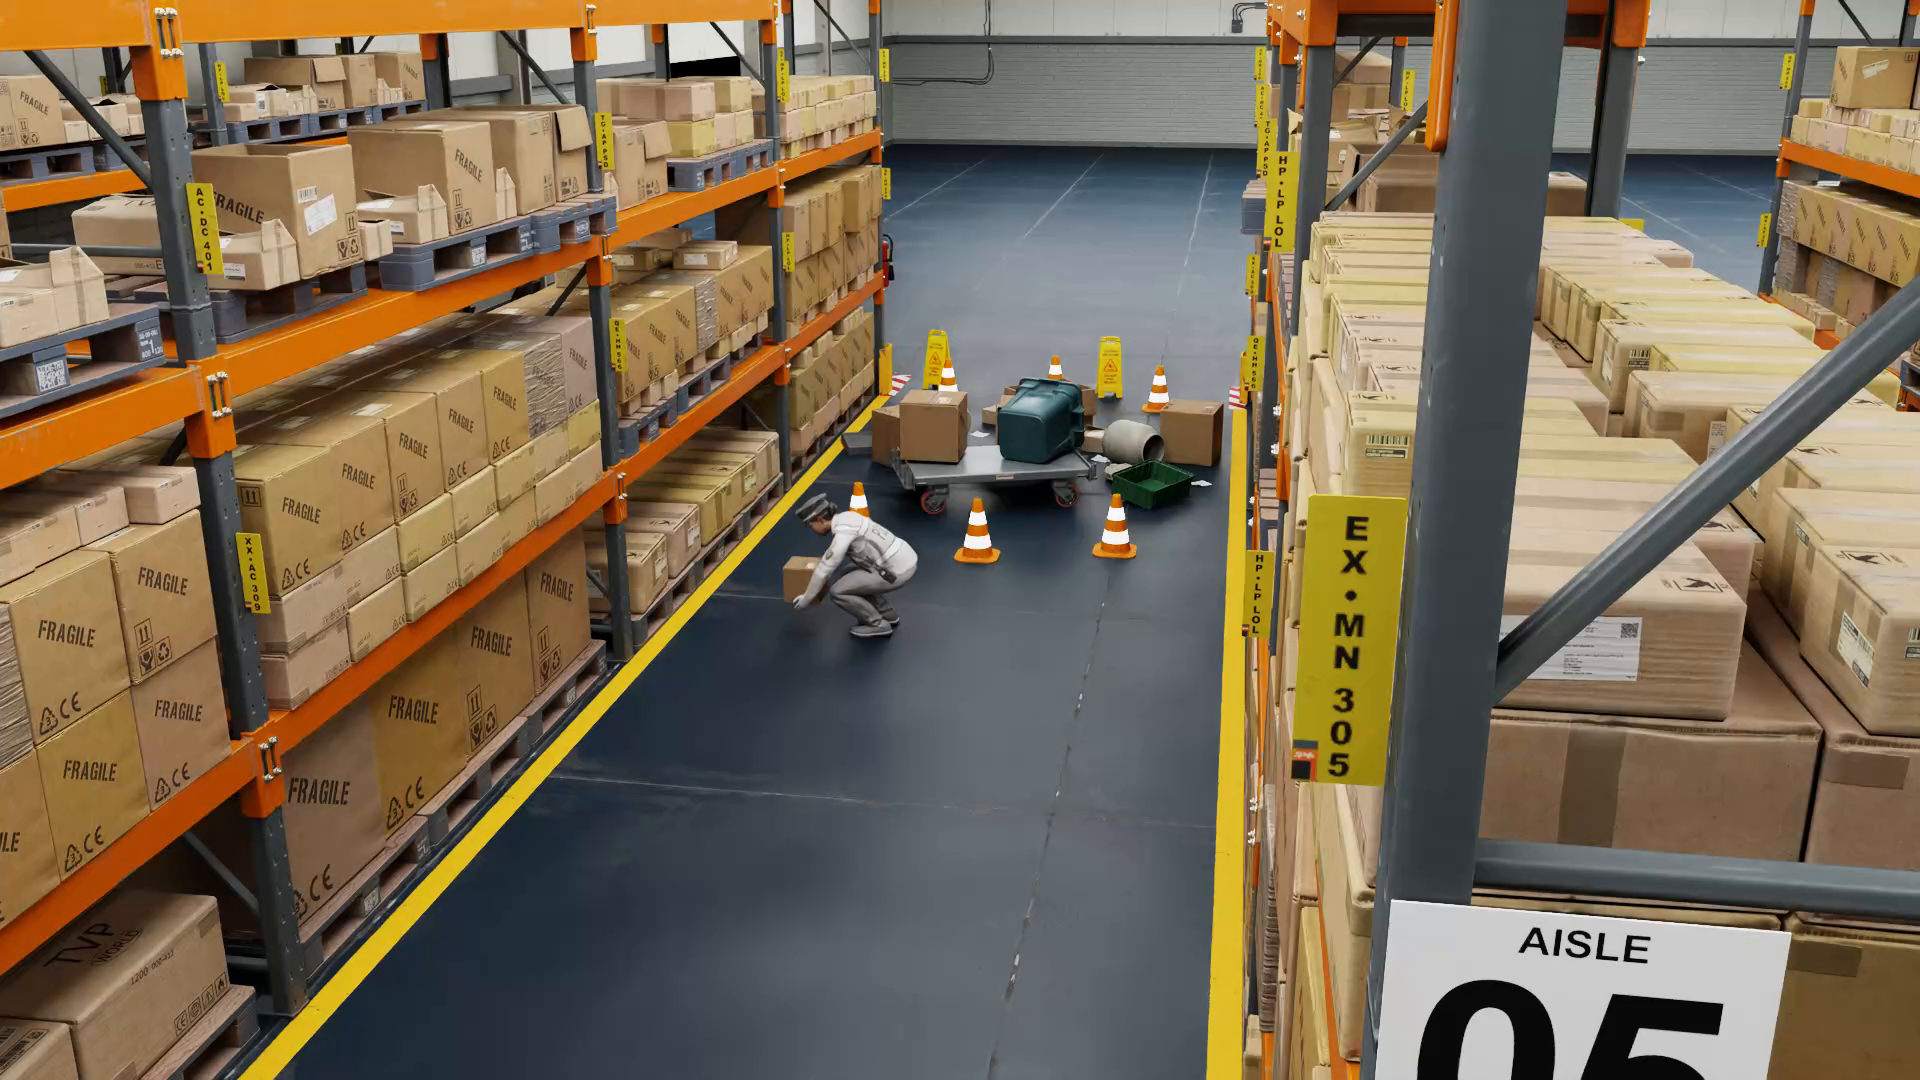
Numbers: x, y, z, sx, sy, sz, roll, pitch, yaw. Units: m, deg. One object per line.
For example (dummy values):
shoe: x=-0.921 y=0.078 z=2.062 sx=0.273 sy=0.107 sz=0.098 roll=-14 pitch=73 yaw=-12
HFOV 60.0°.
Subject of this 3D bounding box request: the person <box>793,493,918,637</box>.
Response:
person: x=-0.708 y=0.154 z=11.224 sx=0.826 sy=0.967 sz=0.492 roll=3 pitch=18 yaw=9
